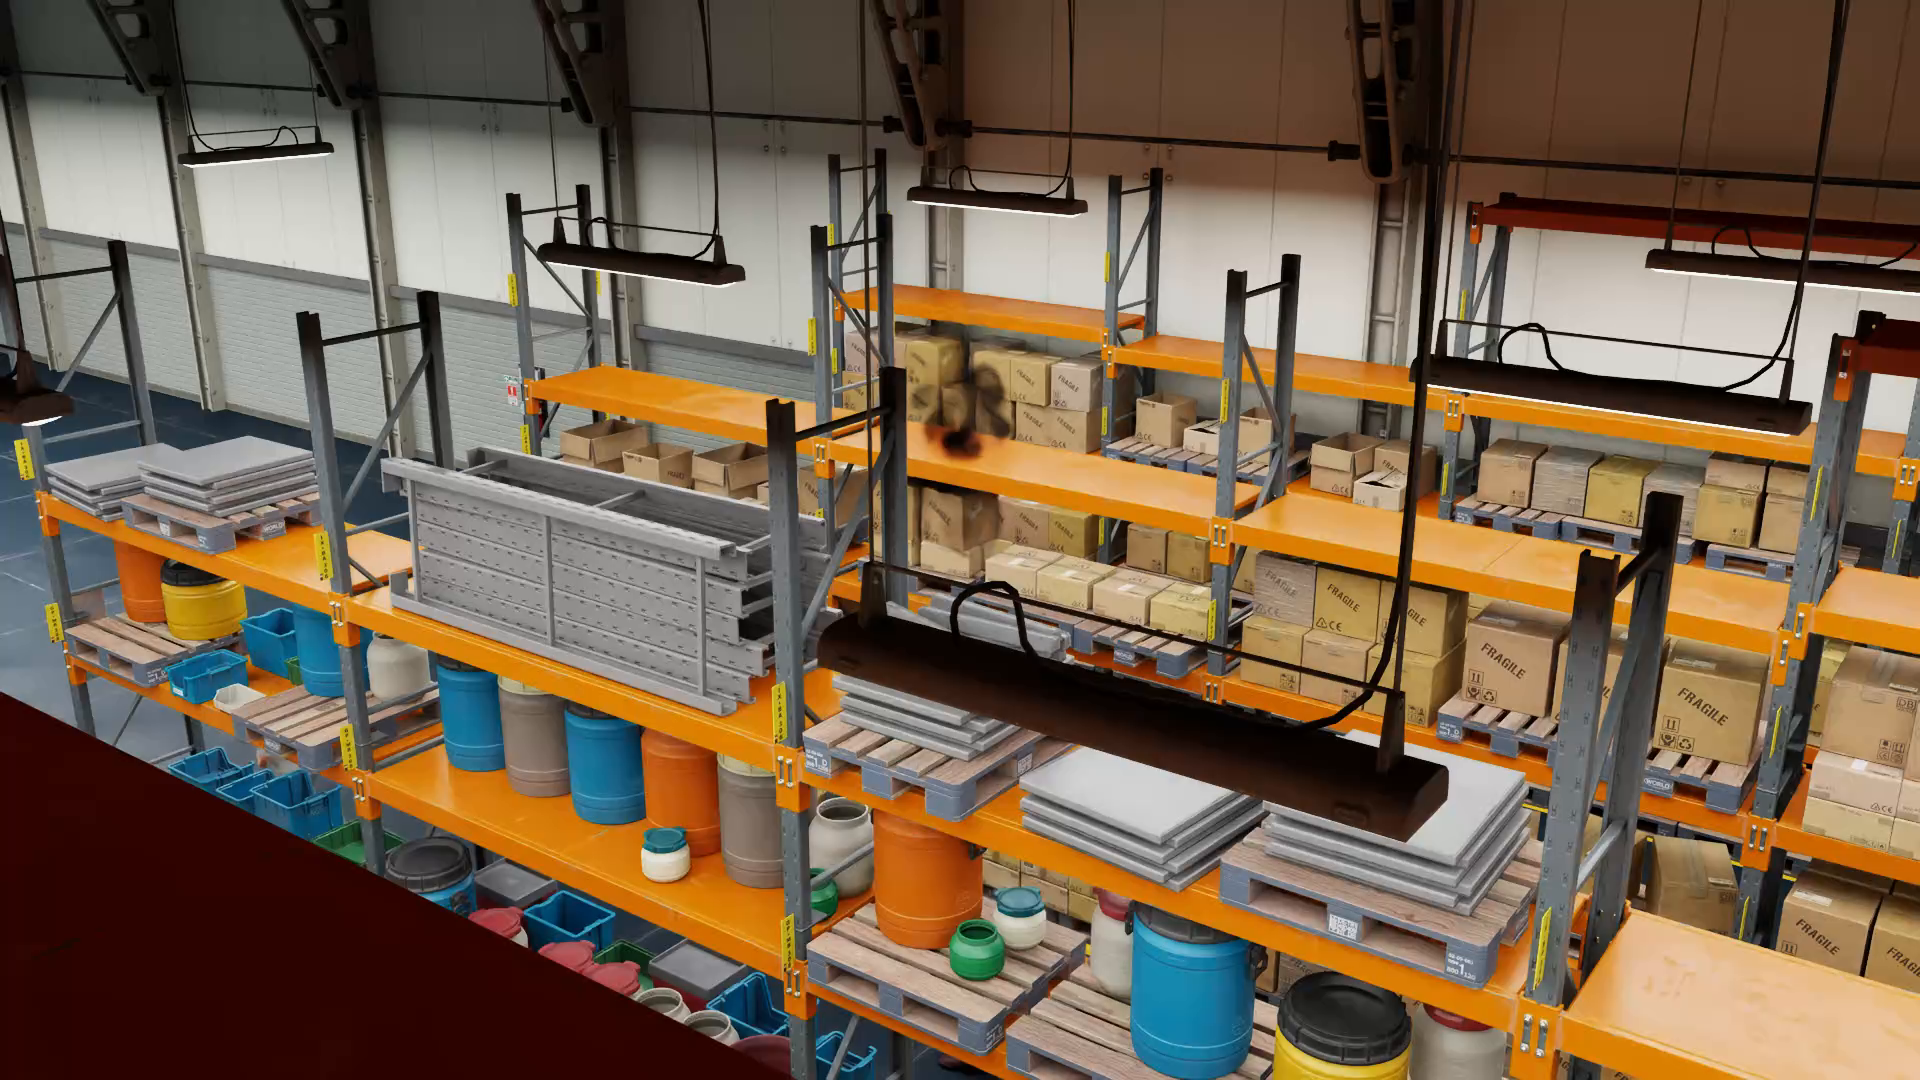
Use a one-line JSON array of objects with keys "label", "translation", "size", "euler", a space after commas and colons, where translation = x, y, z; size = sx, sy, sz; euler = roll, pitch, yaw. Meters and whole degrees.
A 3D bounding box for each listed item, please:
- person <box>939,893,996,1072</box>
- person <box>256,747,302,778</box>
[{"label": "person", "translation": [0.178, 3.364, 12.514], "size": [0.782, 1.613, 0.620], "euler": [9, 21, 26]}, {"label": "person", "translation": [-6.393, 2.258, 15.826], "size": [0.851, 1.656, 0.601], "euler": [8, 20, 24]}]
